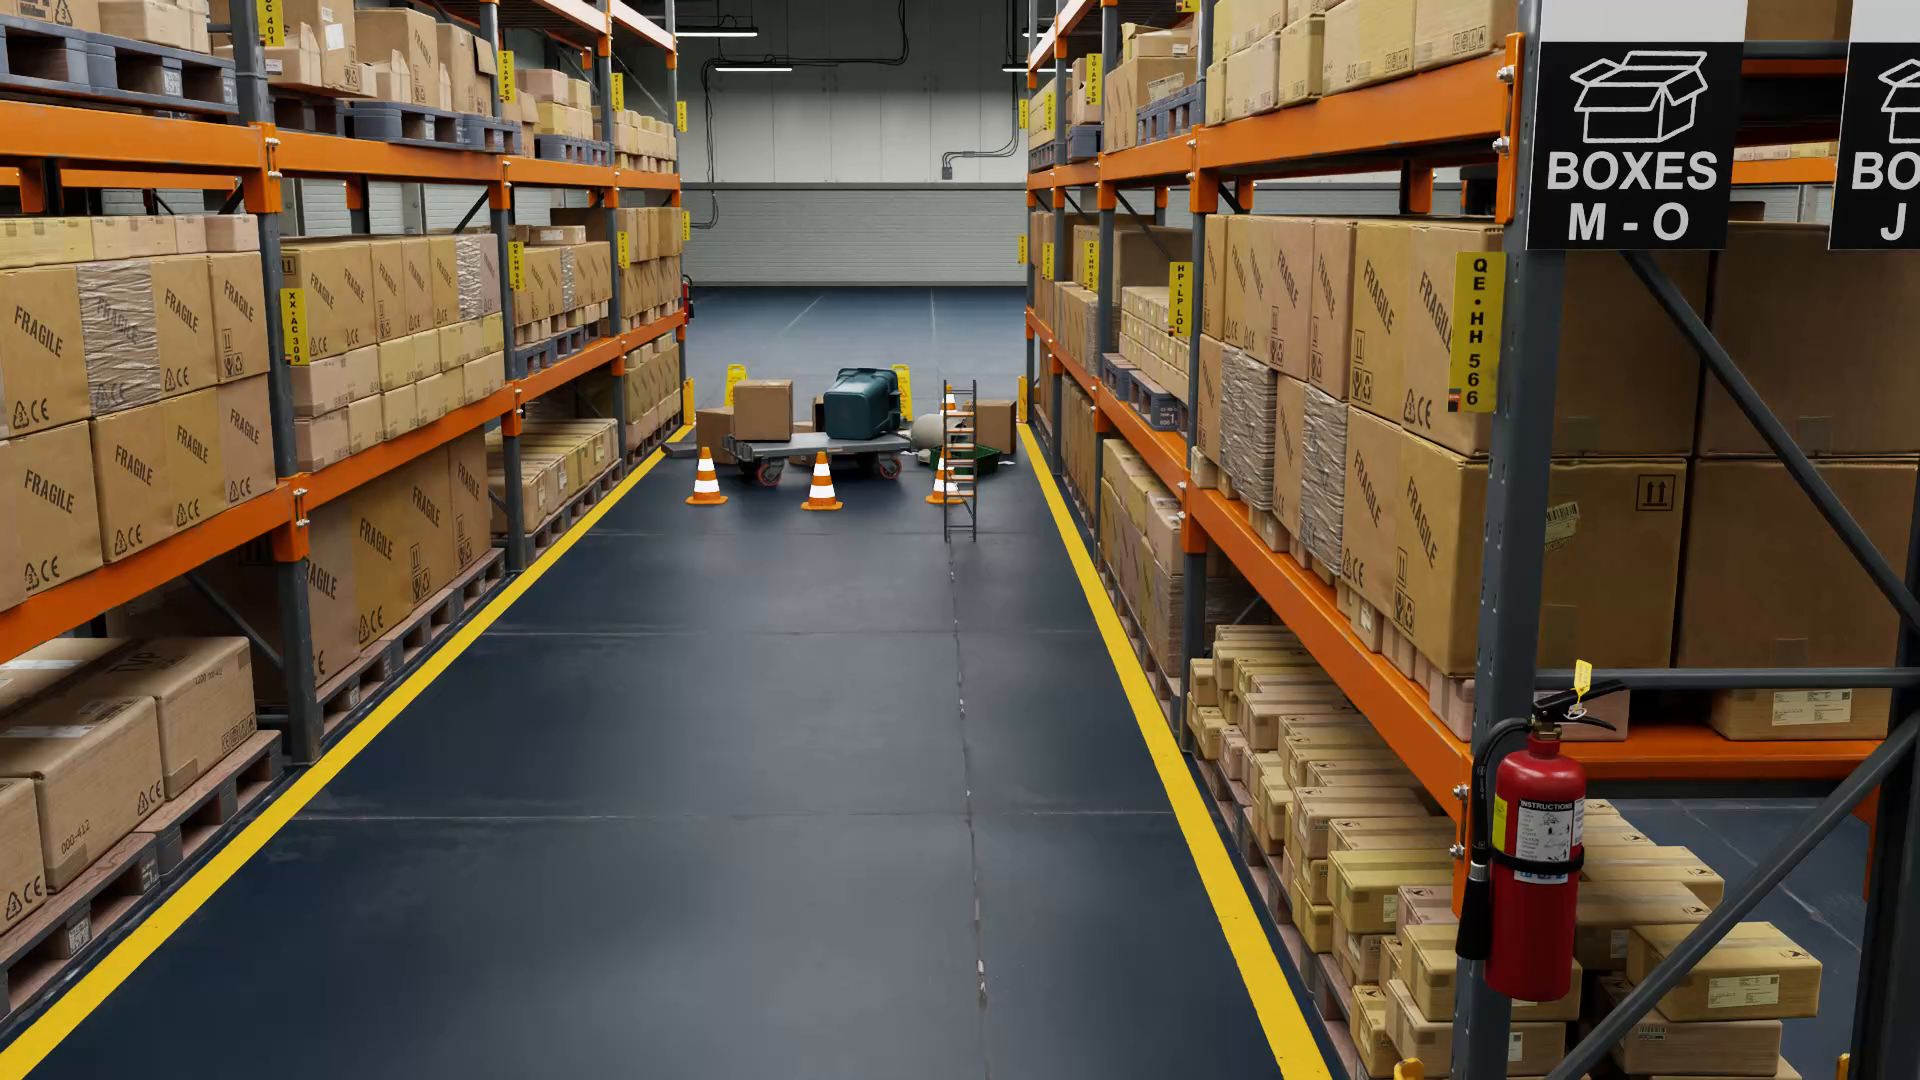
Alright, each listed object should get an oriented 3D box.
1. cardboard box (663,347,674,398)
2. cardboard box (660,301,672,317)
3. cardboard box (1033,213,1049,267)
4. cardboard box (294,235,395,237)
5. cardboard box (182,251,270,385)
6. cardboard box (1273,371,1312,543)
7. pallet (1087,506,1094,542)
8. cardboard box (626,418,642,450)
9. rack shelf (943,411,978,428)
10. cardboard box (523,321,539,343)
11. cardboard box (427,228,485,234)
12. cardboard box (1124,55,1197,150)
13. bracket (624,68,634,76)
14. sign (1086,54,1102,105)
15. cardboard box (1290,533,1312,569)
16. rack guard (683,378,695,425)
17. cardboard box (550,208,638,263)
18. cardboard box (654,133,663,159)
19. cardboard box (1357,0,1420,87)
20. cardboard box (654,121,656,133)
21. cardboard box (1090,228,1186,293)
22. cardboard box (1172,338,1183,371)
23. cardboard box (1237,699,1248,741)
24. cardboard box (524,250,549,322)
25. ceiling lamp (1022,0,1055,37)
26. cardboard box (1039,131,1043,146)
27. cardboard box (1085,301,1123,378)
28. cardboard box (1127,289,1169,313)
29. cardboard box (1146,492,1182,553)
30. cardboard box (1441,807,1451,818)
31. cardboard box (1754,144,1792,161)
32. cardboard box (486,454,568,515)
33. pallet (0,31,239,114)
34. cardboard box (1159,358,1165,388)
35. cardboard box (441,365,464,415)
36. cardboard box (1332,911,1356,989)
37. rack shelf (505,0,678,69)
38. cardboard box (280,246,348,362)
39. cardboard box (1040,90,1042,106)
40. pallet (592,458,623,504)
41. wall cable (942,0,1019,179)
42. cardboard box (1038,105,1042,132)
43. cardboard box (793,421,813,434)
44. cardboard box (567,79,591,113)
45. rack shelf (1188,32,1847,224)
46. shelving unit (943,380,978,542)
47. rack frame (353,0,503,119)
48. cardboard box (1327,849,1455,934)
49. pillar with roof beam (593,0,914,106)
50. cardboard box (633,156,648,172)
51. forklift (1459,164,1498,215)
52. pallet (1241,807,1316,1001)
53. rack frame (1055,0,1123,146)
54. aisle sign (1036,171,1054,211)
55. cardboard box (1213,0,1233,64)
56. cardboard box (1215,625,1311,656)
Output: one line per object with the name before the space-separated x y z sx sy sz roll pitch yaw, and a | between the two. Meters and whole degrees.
cardboard box | -3.378 -1.802 17.872 0.500 0.500 0.500 0 11 1
cardboard box | -3.313 -2.490 17.920 0.380 0.149 0.250 0 11 0
cardboard box | 1.225 -3.187 17.630 0.875 0.550 0.550 0 11 -1
cardboard box | -3.719 -1.590 10.084 0.500 0.500 0.500 0 11 -1
cardboard box | -3.136 -0.899 6.682 0.500 0.500 0.500 0 11 -2
cardboard box | 1.316 -0.284 5.414 0.500 0.500 0.500 0 11 2
pallet | 1.501 -0.079 12.418 1.003 0.211 1.213 0 11 -1
cardboard box | -3.329 -1.020 15.902 0.500 0.250 0.500 -1 11 -4
rack shelf | 0.000 -0.900 12.391 0.258 0.103 0.180 0 11 -1
cardboard box | -3.257 -1.507 12.020 0.380 0.149 0.250 -1 12 -5
cardboard box | -3.820 -2.291 12.619 0.380 0.149 0.250 -1 11 -4
cardboard box | 1.221 -2.494 9.514 0.500 0.500 0.500 0 11 -1
bracket | -9.842 -13.898 49.378 0.235 0.232 0.430 0 11 -1
sign | 0.887 -3.050 11.006 0.100 0.325 0.005 0 11 -1
cardboard box | 1.331 0.002 5.637 0.380 0.149 0.250 0 11 1
rack guard | -3.668 -1.598 19.180 1.175 0.500 0.348 0 11 -1
cardboard box | -3.379 -2.817 15.383 0.700 0.500 0.500 0 11 -2
cardboard box | -3.365 -4.077 17.196 0.500 0.250 0.500 0 11 0
cardboard box | 1.316 -1.286 4.185 0.500 0.250 0.500 0 11 -1
cardboard box | -3.423 -4.358 17.575 0.380 0.149 0.250 0 11 -1
cardboard box | 1.408 -2.221 13.196 0.700 0.500 0.500 0 11 -2
cardboard box | 1.300 -0.956 8.556 0.380 0.149 0.250 -1 11 -3
cardboard box | 1.349 0.724 6.814 0.380 0.149 0.250 0 11 -1
cardboard box | -3.300 -1.843 12.042 0.500 0.500 0.500 0 11 2
ceiling lamp | 2.266 -11.910 33.953 2.000 3.185 0.800 0 11 -1
cardboard box | 1.000 -4.060 16.807 0.380 0.149 0.250 0 11 -1
cardboard box | 1.165 -1.426 11.793 0.500 0.500 0.500 0 11 -1
cardboard box | 1.266 -1.517 10.571 0.380 0.149 0.250 -1 11 -3
cardboard box | 1.260 -0.091 8.808 0.500 0.250 0.500 0 11 2
cardboard box | 1.767 0.981 5.543 0.380 0.149 0.250 0 11 2
cardboard box | 6.125 -2.878 12.032 0.500 0.250 0.500 0 11 -1
cardboard box | -3.530 -0.425 12.664 0.950 0.372 0.625 0 11 -2
pallet | -3.415 -1.717 6.157 1.003 0.211 1.213 0 11 -1
cardboard box | 1.289 -0.913 9.092 0.380 0.149 0.250 0 11 1
cardboard box | -3.214 -0.874 9.698 0.500 0.250 0.500 0 11 -2
cardboard box | 1.344 1.237 5.034 0.380 0.149 0.250 0 11 -1
rack shelf | -3.628 -5.027 16.522 1.077 0.370 4.000 0 11 -1
cardboard box | -3.144 -1.081 7.576 0.500 0.500 0.500 0 11 0
cardboard box | 1.002 -4.450 16.722 0.380 0.149 0.250 0 11 0
pallet | -3.570 -0.522 14.601 1.003 0.211 1.213 0 11 -1
wall cable | 0.614 -13.872 49.752 2.305 6.003 0.169 0 11 -1
cardboard box | 1.063 -4.278 16.879 0.500 0.250 0.500 0 11 -1
cardboard box | -1.623 -1.189 18.047 0.380 0.149 0.250 6 13 28
cardboard box | -3.448 -3.776 14.147 0.500 0.250 0.500 0 11 0
rack shelf | 1.566 -1.213 5.261 1.077 0.370 4.000 0 11 -1
shelving unit | 0.000 -0.591 12.454 0.258 1.200 0.189 0 11 -1
rack frame | -3.505 -4.188 10.571 1.000 3.000 0.127 0 11 -1
cardboard box | 1.263 0.996 4.723 0.380 0.149 0.250 0 11 -2
pillar with roof beam | -5.835 -11.597 47.087 9.100 9.000 0.548 0 11 -1
cardboard box | -3.287 -3.710 16.389 0.380 0.149 0.250 0 11 -2
forklift | 4.579 -1.501 12.586 3.031 2.935 1.130 -6 13 -29
pallet | 1.602 1.250 5.869 1.003 0.211 1.213 0 11 -1
rack frame | 1.360 -5.024 14.690 1.000 3.000 0.127 0 11 -1
aisle sign | 0.976 -4.166 19.010 0.394 0.787 0.004 0 11 -1
cardboard box | 1.295 -2.038 6.638 0.500 0.250 0.500 0 11 1
cardboard box | 1.325 0.476 7.288 0.380 0.149 0.250 0 11 1
